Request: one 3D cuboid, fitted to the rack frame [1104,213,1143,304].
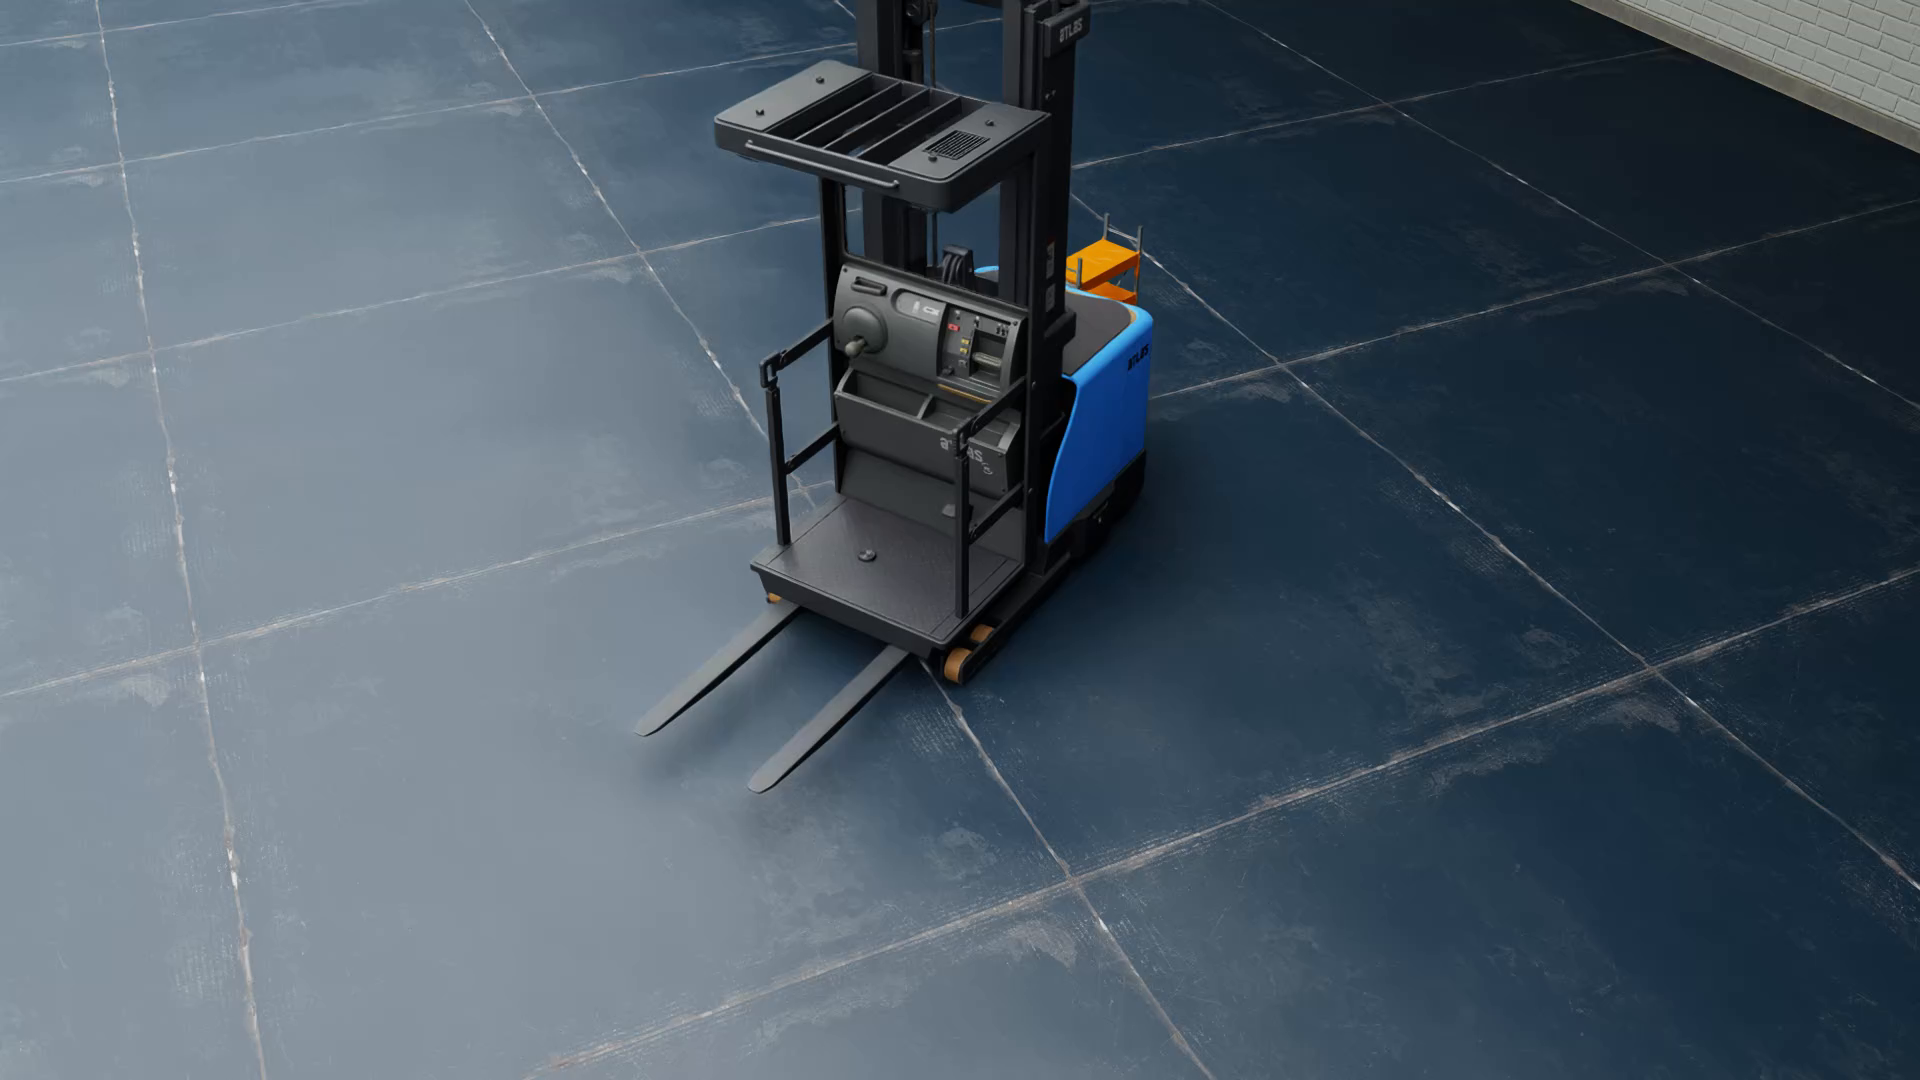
[{"bbox_3d":[0.849,-1.176,8.972,0.240,1.200,0.015,29,45,33],"label":"rack frame"}]

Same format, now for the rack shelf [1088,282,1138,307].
[{"bbox_3d":[0.683,-1.196,8.735,0.258,0.148,0.480,29,45,33],"label":"rack shelf"}]

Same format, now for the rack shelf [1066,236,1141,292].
[{"bbox_3d":[0.683,-1.386,8.594,0.258,0.148,0.480,29,45,33],"label":"rack shelf"}]

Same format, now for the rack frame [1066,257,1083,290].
[{"bbox_3d":[0.517,-0.964,8.684,0.240,1.200,0.015,29,45,33],"label":"rack frame"}]

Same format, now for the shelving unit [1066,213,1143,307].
[{"bbox_3d":[0.683,-1.070,8.828,0.258,1.200,0.503,29,45,33],"label":"shelving unit"}]

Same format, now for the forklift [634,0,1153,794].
[{"bbox_3d":[-0.264,-0.849,7.077,1.130,2.935,3.031,21,41,26],"label":"forklift"}]
